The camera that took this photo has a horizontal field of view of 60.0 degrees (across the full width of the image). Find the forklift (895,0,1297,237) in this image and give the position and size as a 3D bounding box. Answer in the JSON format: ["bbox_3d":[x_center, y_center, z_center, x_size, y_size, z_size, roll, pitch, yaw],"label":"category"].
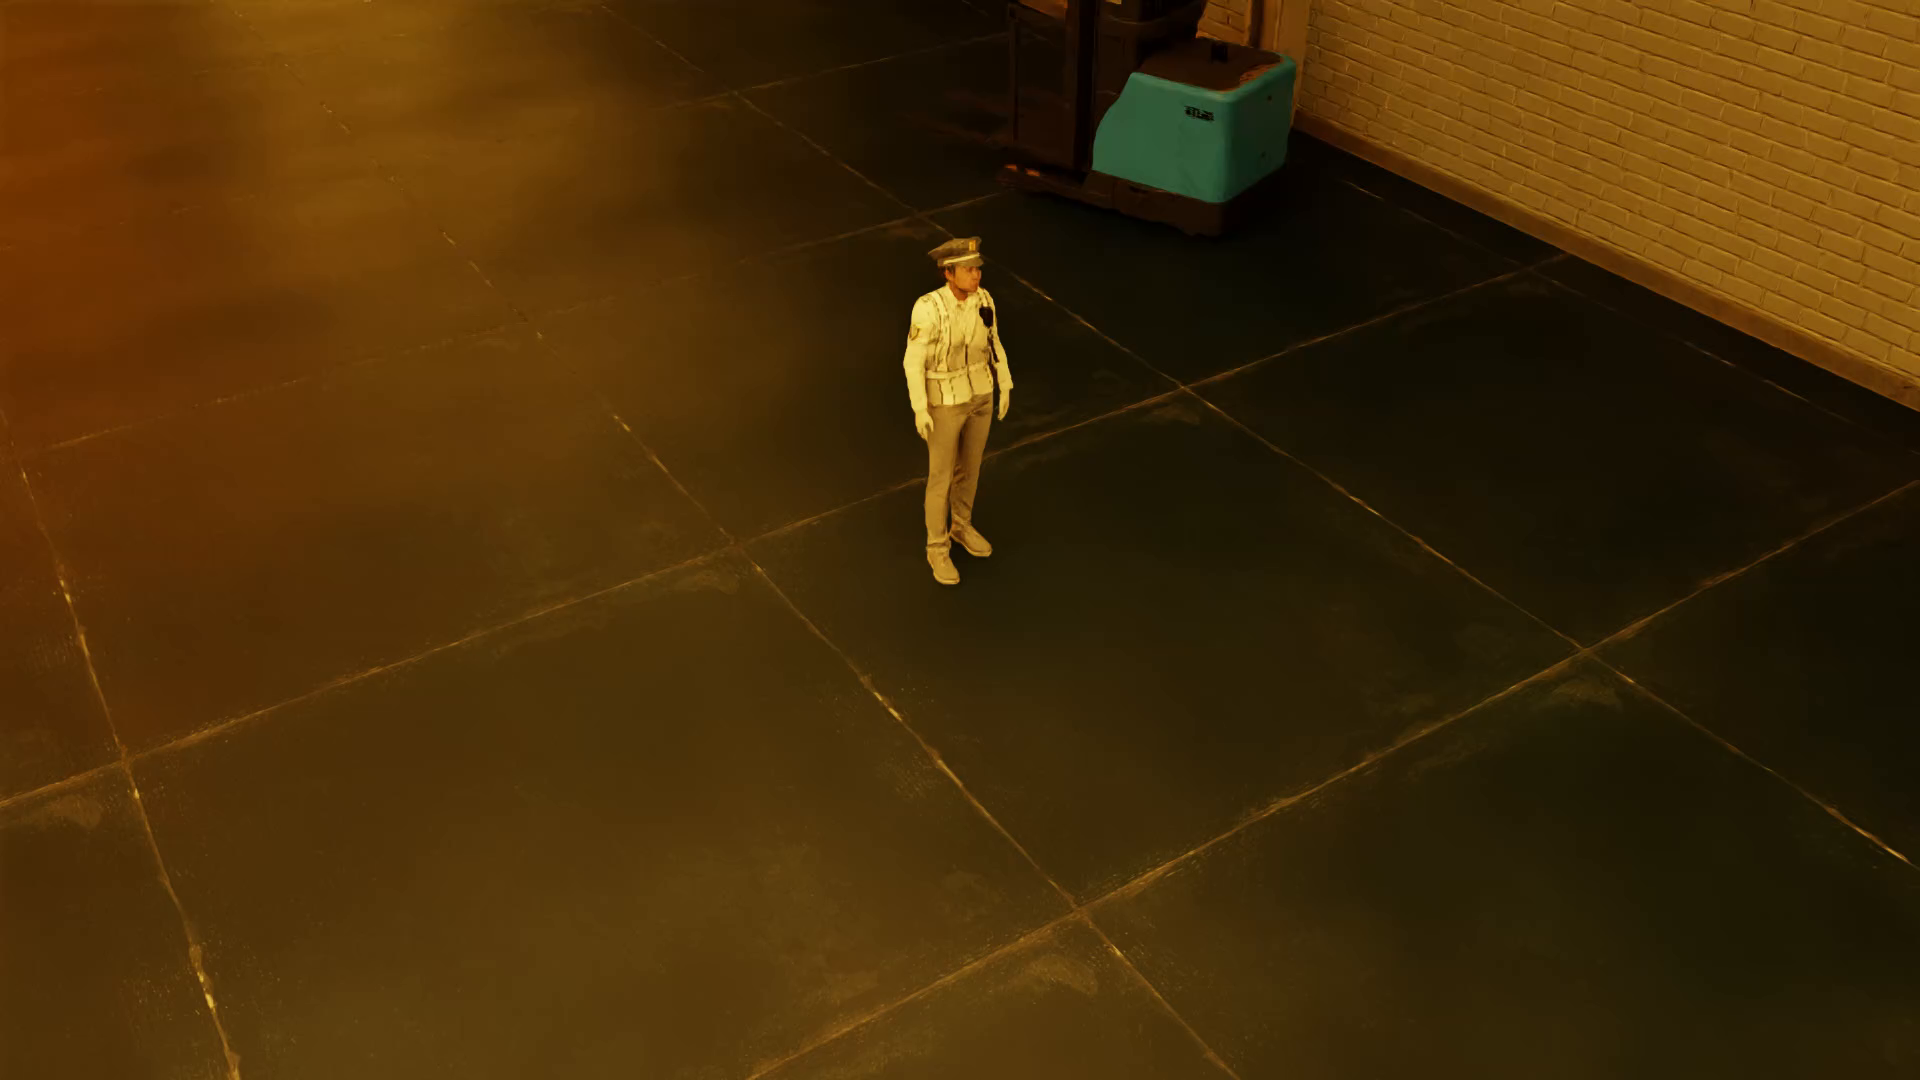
[{"bbox_3d":[0.894,-3.995,11.834,3.031,2.935,1.130,23,41,29],"label":"forklift"}]

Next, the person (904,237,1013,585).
[{"bbox_3d":[0.031,-0.665,8.156,0.586,1.695,0.532,-21,40,-27],"label":"person"}]
